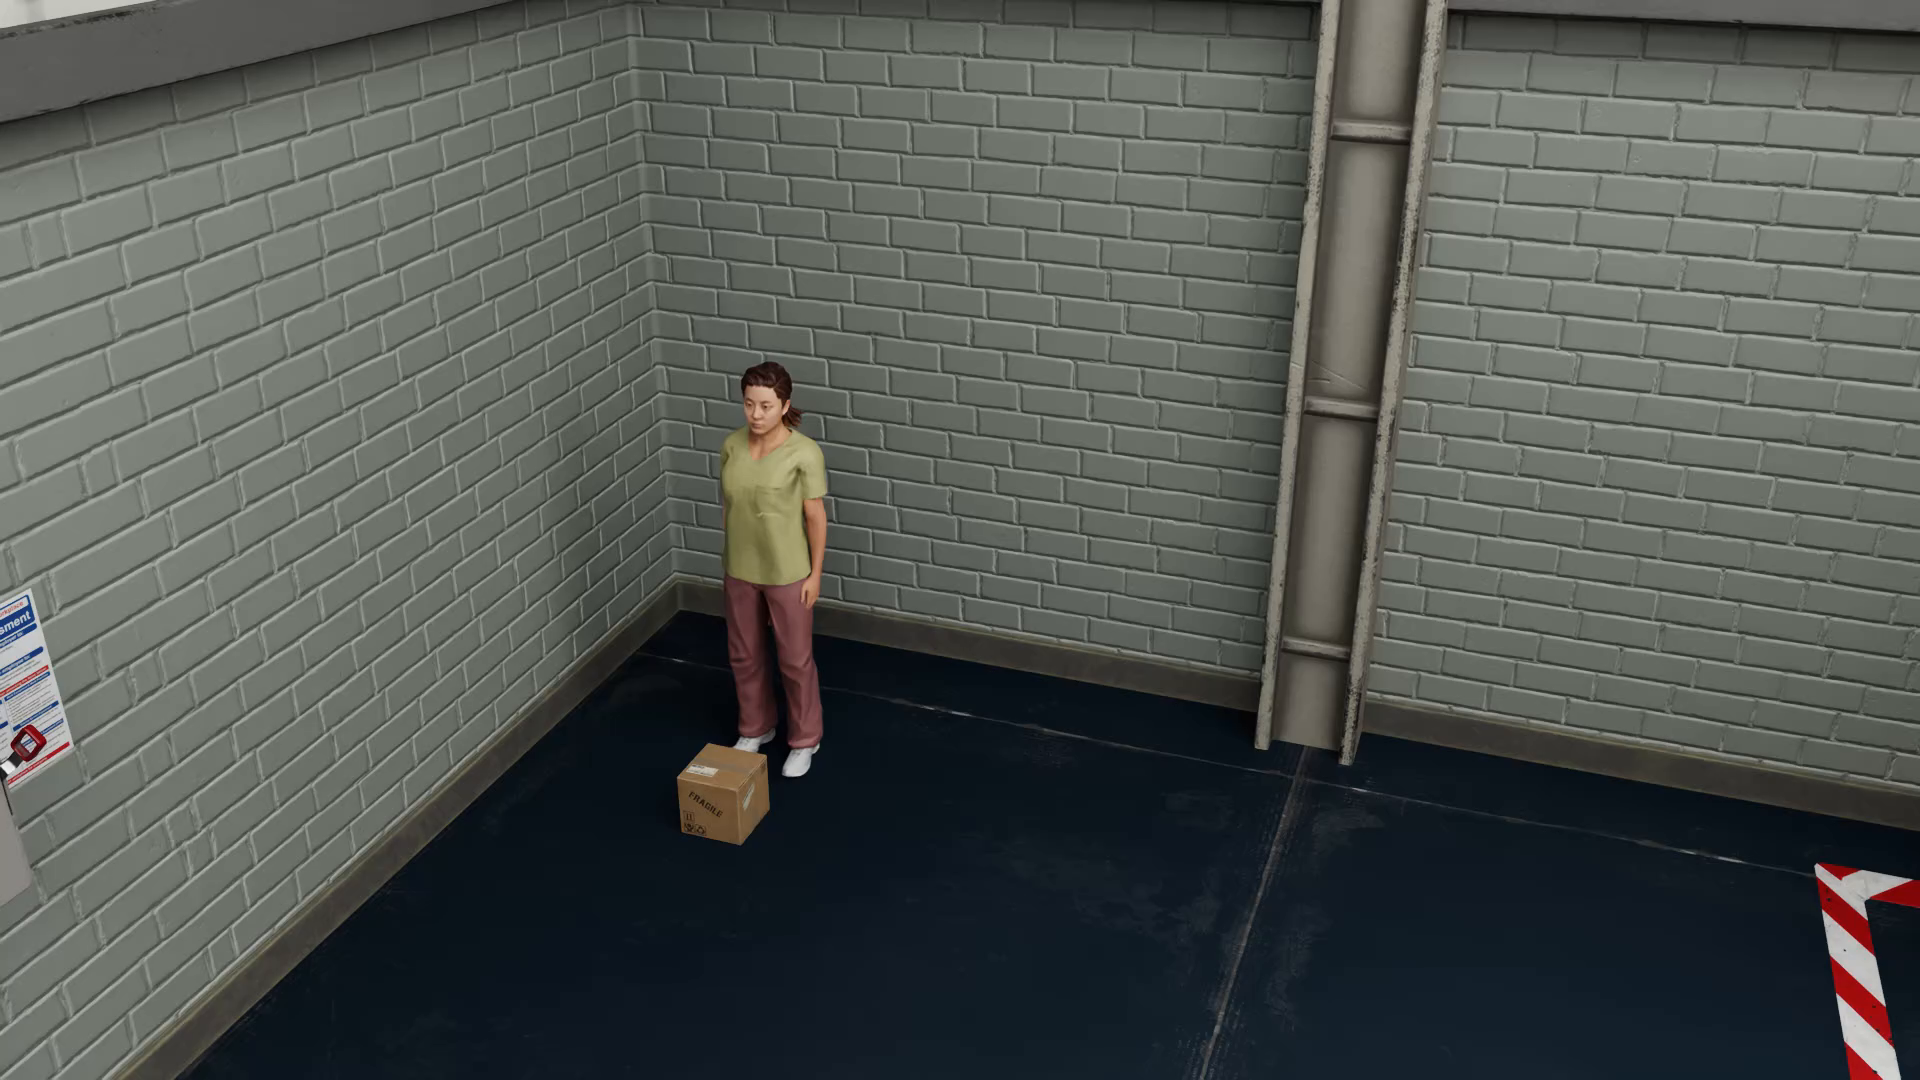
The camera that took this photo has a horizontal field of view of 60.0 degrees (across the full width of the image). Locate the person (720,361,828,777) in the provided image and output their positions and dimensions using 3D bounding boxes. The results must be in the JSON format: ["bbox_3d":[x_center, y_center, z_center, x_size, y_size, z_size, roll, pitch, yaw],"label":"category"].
[{"bbox_3d":[-0.714,0.120,6.379,0.440,1.671,0.355,9,27,19],"label":"person"}]
